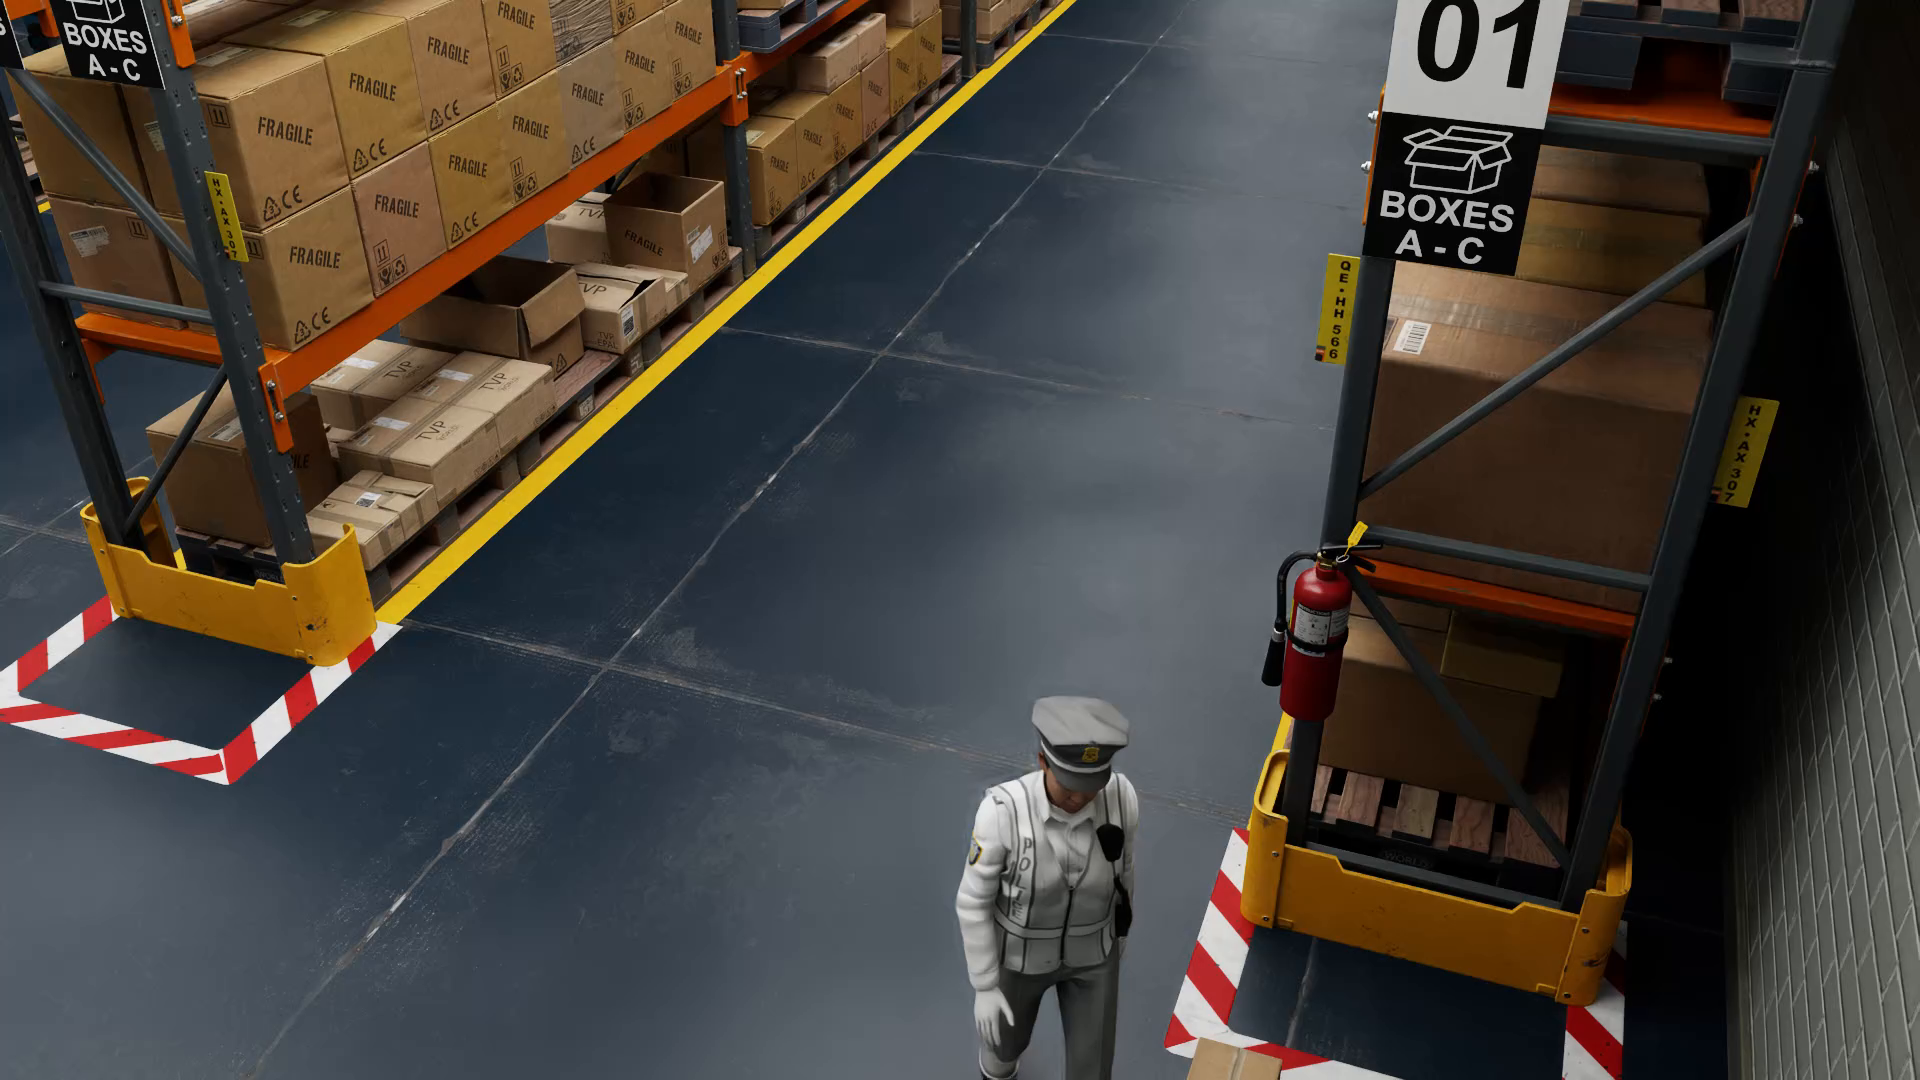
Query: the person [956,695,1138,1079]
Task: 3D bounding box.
[{"bbox_3d":[0.238,1.100,4.460,0.508,1.616,0.885,-5,34,-7],"label":"person"}]
